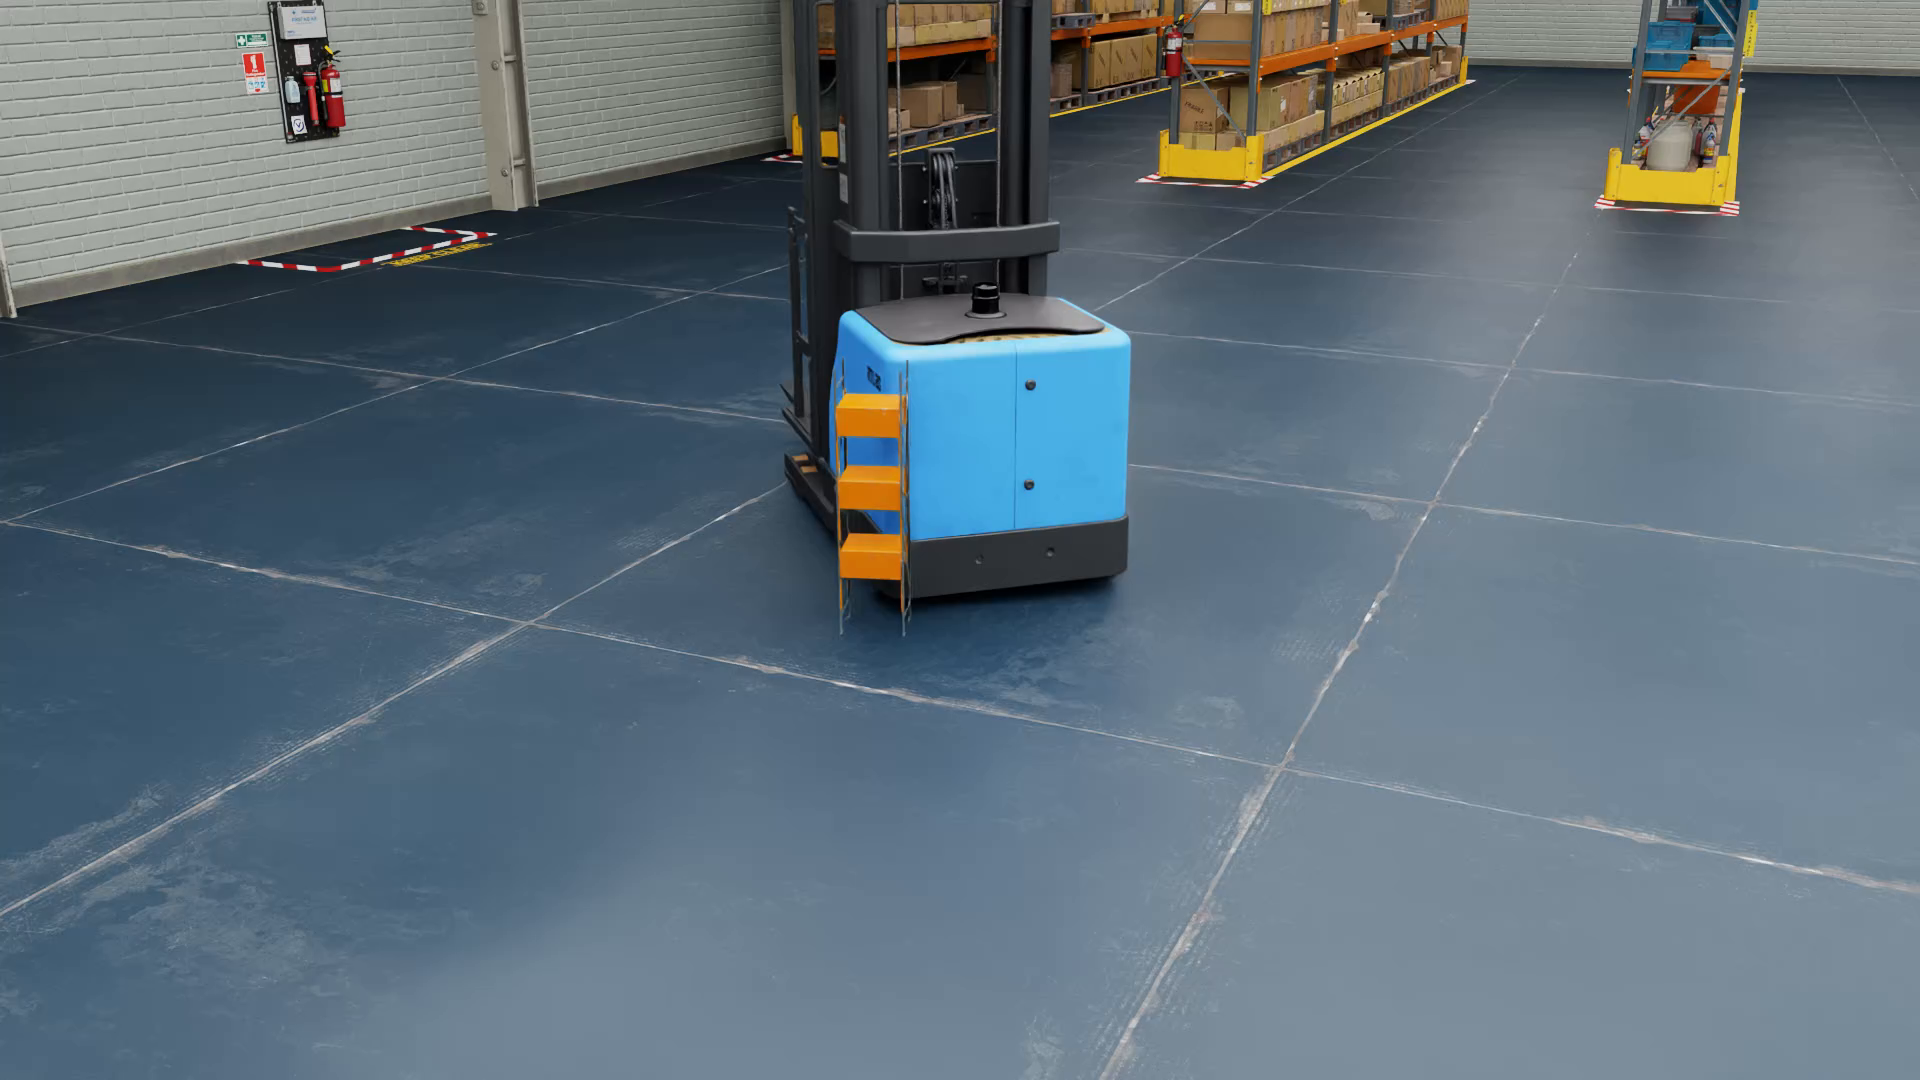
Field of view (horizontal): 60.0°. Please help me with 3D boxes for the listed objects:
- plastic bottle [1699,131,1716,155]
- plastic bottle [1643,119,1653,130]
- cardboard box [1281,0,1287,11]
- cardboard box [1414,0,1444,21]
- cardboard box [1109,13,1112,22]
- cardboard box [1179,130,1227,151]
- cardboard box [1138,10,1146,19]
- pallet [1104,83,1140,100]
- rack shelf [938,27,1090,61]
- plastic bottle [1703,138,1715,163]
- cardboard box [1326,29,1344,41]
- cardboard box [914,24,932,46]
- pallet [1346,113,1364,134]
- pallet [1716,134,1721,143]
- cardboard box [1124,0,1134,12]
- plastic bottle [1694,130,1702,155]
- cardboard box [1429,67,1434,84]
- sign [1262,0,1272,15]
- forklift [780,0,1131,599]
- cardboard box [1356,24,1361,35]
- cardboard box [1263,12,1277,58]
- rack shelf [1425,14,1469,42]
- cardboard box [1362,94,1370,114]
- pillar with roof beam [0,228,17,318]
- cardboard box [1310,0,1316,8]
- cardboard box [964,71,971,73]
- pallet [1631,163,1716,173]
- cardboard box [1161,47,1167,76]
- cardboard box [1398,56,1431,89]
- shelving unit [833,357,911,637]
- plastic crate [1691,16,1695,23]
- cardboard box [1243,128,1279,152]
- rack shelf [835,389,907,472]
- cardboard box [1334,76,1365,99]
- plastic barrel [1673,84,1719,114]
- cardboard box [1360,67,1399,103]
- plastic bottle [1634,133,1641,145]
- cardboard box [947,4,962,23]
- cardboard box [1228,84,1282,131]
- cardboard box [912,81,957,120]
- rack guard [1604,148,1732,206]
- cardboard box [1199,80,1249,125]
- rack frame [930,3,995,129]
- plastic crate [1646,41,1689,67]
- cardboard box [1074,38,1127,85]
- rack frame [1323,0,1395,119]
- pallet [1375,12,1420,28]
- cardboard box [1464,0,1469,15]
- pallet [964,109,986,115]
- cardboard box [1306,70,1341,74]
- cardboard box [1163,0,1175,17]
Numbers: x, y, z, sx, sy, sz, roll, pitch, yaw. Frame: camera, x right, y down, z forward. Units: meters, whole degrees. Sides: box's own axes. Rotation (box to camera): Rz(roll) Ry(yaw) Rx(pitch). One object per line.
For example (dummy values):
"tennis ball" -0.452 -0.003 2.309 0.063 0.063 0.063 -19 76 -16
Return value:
"plastic bottle" 8.787 -4.669 19.529 0.152 0.276 0.135 9 21 24
"plastic bottle" 8.282 -4.899 20.066 0.144 0.351 0.185 8 21 20
"cardboard box" 3.692 -6.405 19.884 0.380 0.149 0.250 8 21 21
"cardboard box" 8.285 -9.480 29.499 0.500 0.500 0.500 9 22 24
"cardboard box" 2.401 -9.050 28.784 0.380 0.149 0.250 9 21 24
"cardboard box" 2.863 -4.753 19.833 0.500 0.250 0.500 9 21 23
"cardboard box" 3.143 -9.499 30.048 0.380 0.149 0.250 9 21 23
"pallet" 2.561 -8.058 29.813 1.003 0.211 1.213 9 21 23
"rack shelf" 0.849 -7.820 26.053 1.077 0.370 4.000 9 21 23
"plastic bottle" 8.458 -4.398 18.775 0.097 0.271 0.097 0 20 0
"cardboard box" 5.101 -6.993 23.031 0.380 0.149 0.250 9 21 23
"cardboard box" -0.704 -6.684 21.982 0.500 0.250 0.500 8 21 22
"pallet" 5.316 -6.160 24.474 1.003 0.211 1.213 9 21 23
"pallet" 9.355 -5.119 21.549 1.003 0.211 1.213 9 21 23
"cardboard box" 2.734 -9.551 29.224 0.500 0.500 0.500 9 22 24
"plastic bottle" 8.690 -4.687 19.568 0.061 0.283 0.133 9 21 23
"cardboard box" 8.196 -8.353 29.836 0.500 0.311 0.500 9 21 23
"sign" 3.417 -6.013 18.490 0.100 0.325 0.005 9 21 23
"forklift" -0.229 -1.607 7.614 1.130 2.935 3.031 -6 20 -16
"cardboard box" 5.718 -7.575 24.668 0.380 0.149 0.250 10 22 27
"cardboard box" 3.327 -5.995 19.700 0.700 0.500 0.500 9 22 24
"rack shelf" 8.646 -9.587 31.022 1.077 0.370 4.000 9 21 23
"cardboard box" 5.780 -6.488 24.712 0.500 0.250 0.500 9 22 24
"pillar with roof beam" -3.096 -5.225 8.730 9.100 9.000 0.400 9 21 23
"cardboard box" 4.321 -6.873 21.200 0.380 0.149 0.250 9 21 23
"cardboard box" 0.482 -6.969 25.661 0.700 0.500 0.500 8 21 22
"pallet" 7.757 -3.928 18.200 1.003 0.211 1.213 9 21 23
"cardboard box" 3.706 -9.227 32.042 0.700 0.500 0.500 9 21 23
"cardboard box" 7.887 -8.153 28.993 0.500 0.500 0.500 8 21 22
"shelving unit" -0.329 -0.157 6.342 0.252 1.050 0.215 2 20 6
"plastic crate" 9.237 -6.560 21.462 0.392 0.384 0.575 9 21 23
"cardboard box" 3.537 -4.835 20.064 0.500 0.250 0.500 9 21 23
"rack shelf" -0.329 -0.414 6.251 0.240 0.259 0.215 2 20 6
"cardboard box" 5.576 -6.597 24.183 0.500 0.311 0.500 9 22 24
"plastic barrel" 10.892 -6.738 24.550 0.600 0.830 0.708 9 21 23
"cardboard box" 6.636 -7.221 26.370 0.500 0.500 0.500 10 22 25
"plastic bottle" 7.814 -4.552 19.190 0.061 0.283 0.133 9 22 24
"cardboard box" -0.296 -7.346 22.724 0.500 0.500 0.500 8 21 21
"cardboard box" 3.539 -5.188 19.938 0.500 0.500 0.500 9 21 23
"cardboard box" -0.358 -6.254 23.651 0.500 0.500 0.500 7 21 19
"rack guard" 7.419 -3.817 17.455 1.175 0.500 0.348 9 21 23
"cardboard box" 3.258 -5.414 20.573 0.500 0.500 0.500 9 21 23
"rack frame" 0.030 -7.547 24.214 1.000 3.000 0.127 9 21 23
"plastic crate" 7.634 -5.287 18.080 0.499 0.251 0.408 9 21 23
"cardboard box" 2.454 -8.429 29.274 0.750 0.750 0.750 8 21 22
"rack frame" 6.189 -8.091 25.744 1.000 3.000 0.127 9 21 23
"pallet" 6.981 -8.596 27.450 1.003 0.211 1.213 9 21 23
"cardboard box" 9.530 -10.410 32.114 0.500 0.500 0.500 9 22 24
"pallet" 0.348 -6.471 25.351 1.003 0.211 1.213 9 21 23
"cardboard box" 5.499 -6.976 25.249 0.500 0.311 0.500 8 21 21
"cardboard box" 3.543 -10.298 31.500 0.980 0.700 0.700 9 21 24
